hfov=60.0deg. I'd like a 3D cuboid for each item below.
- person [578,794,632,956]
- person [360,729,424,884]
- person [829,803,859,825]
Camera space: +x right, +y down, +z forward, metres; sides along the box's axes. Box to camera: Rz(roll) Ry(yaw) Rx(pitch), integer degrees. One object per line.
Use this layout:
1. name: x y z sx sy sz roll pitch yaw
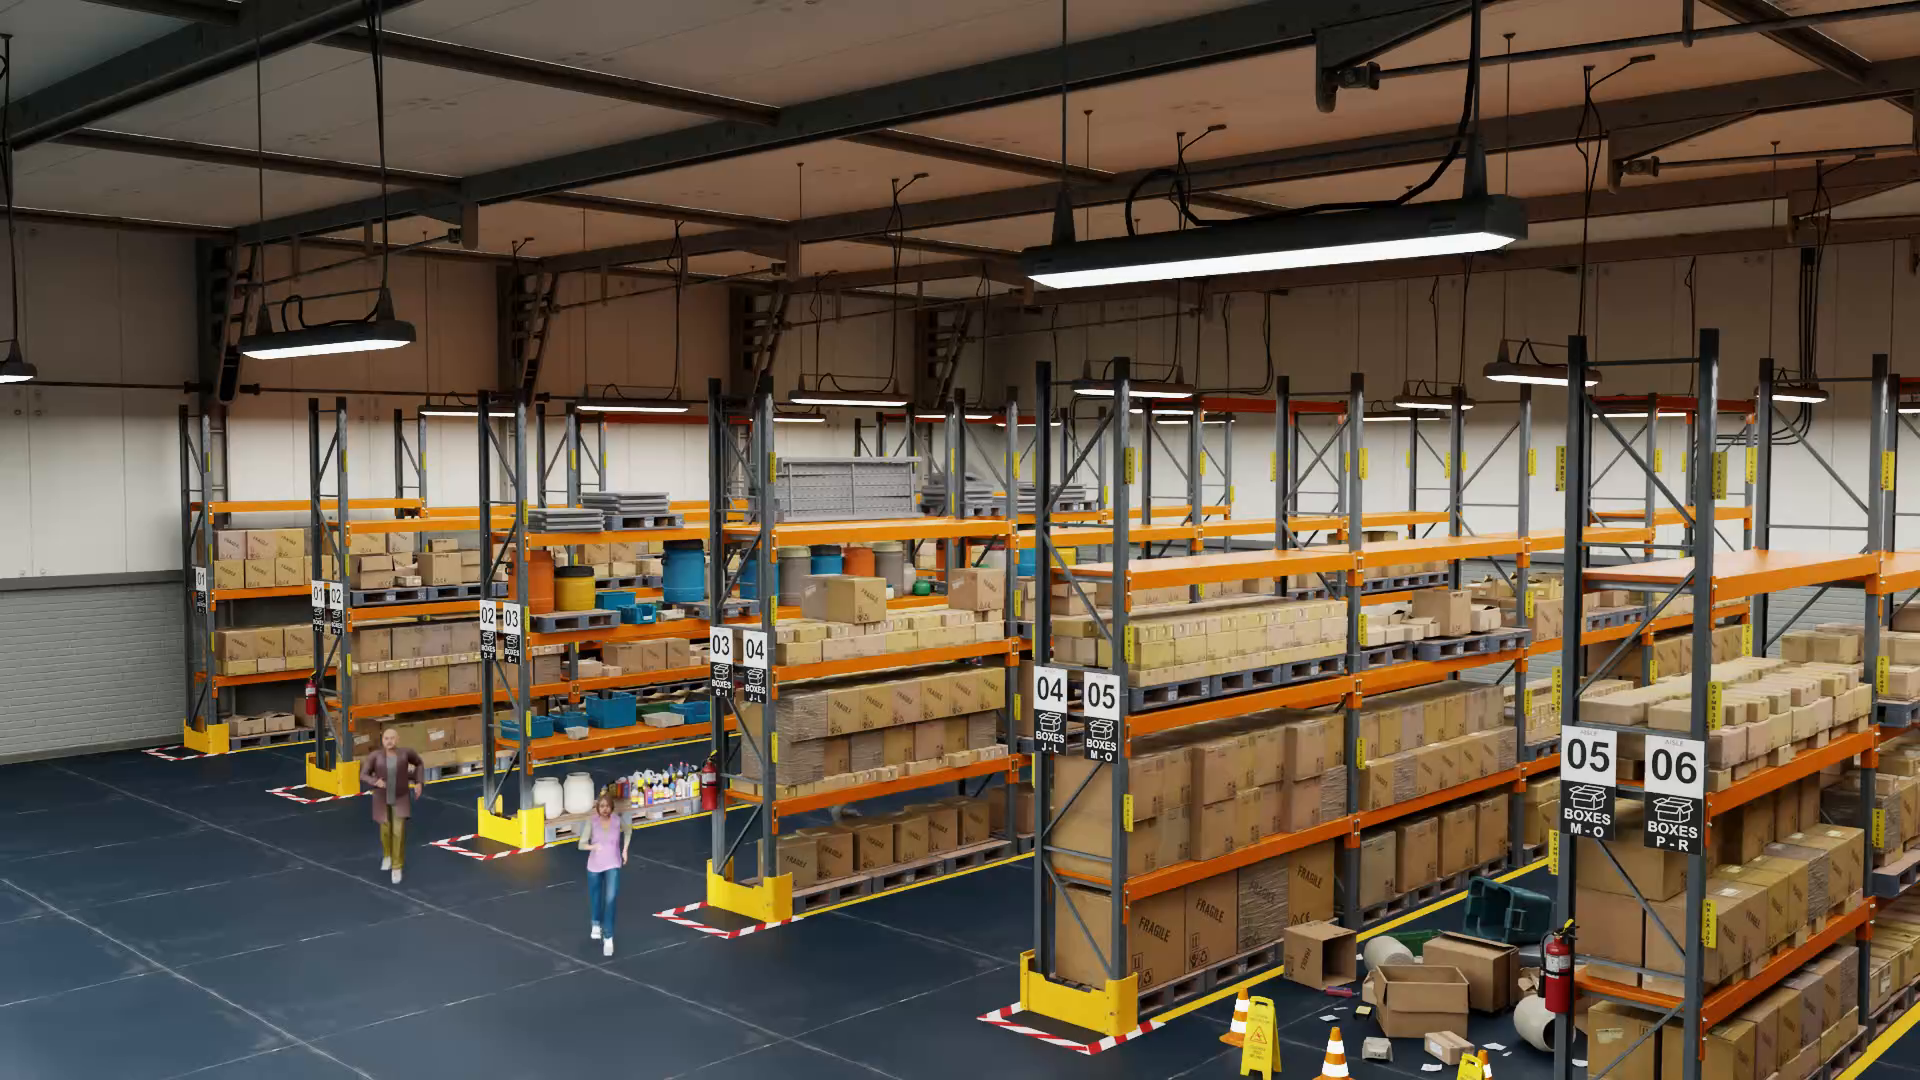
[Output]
1. person: -3.689 3.447 17.286 0.525 1.635 0.764 0 3 -8
2. person: -6.918 3.207 20.279 0.735 1.841 0.889 -1 3 -14
3. person: -1.517 3.235 21.761 0.554 1.552 0.679 2 4 36
